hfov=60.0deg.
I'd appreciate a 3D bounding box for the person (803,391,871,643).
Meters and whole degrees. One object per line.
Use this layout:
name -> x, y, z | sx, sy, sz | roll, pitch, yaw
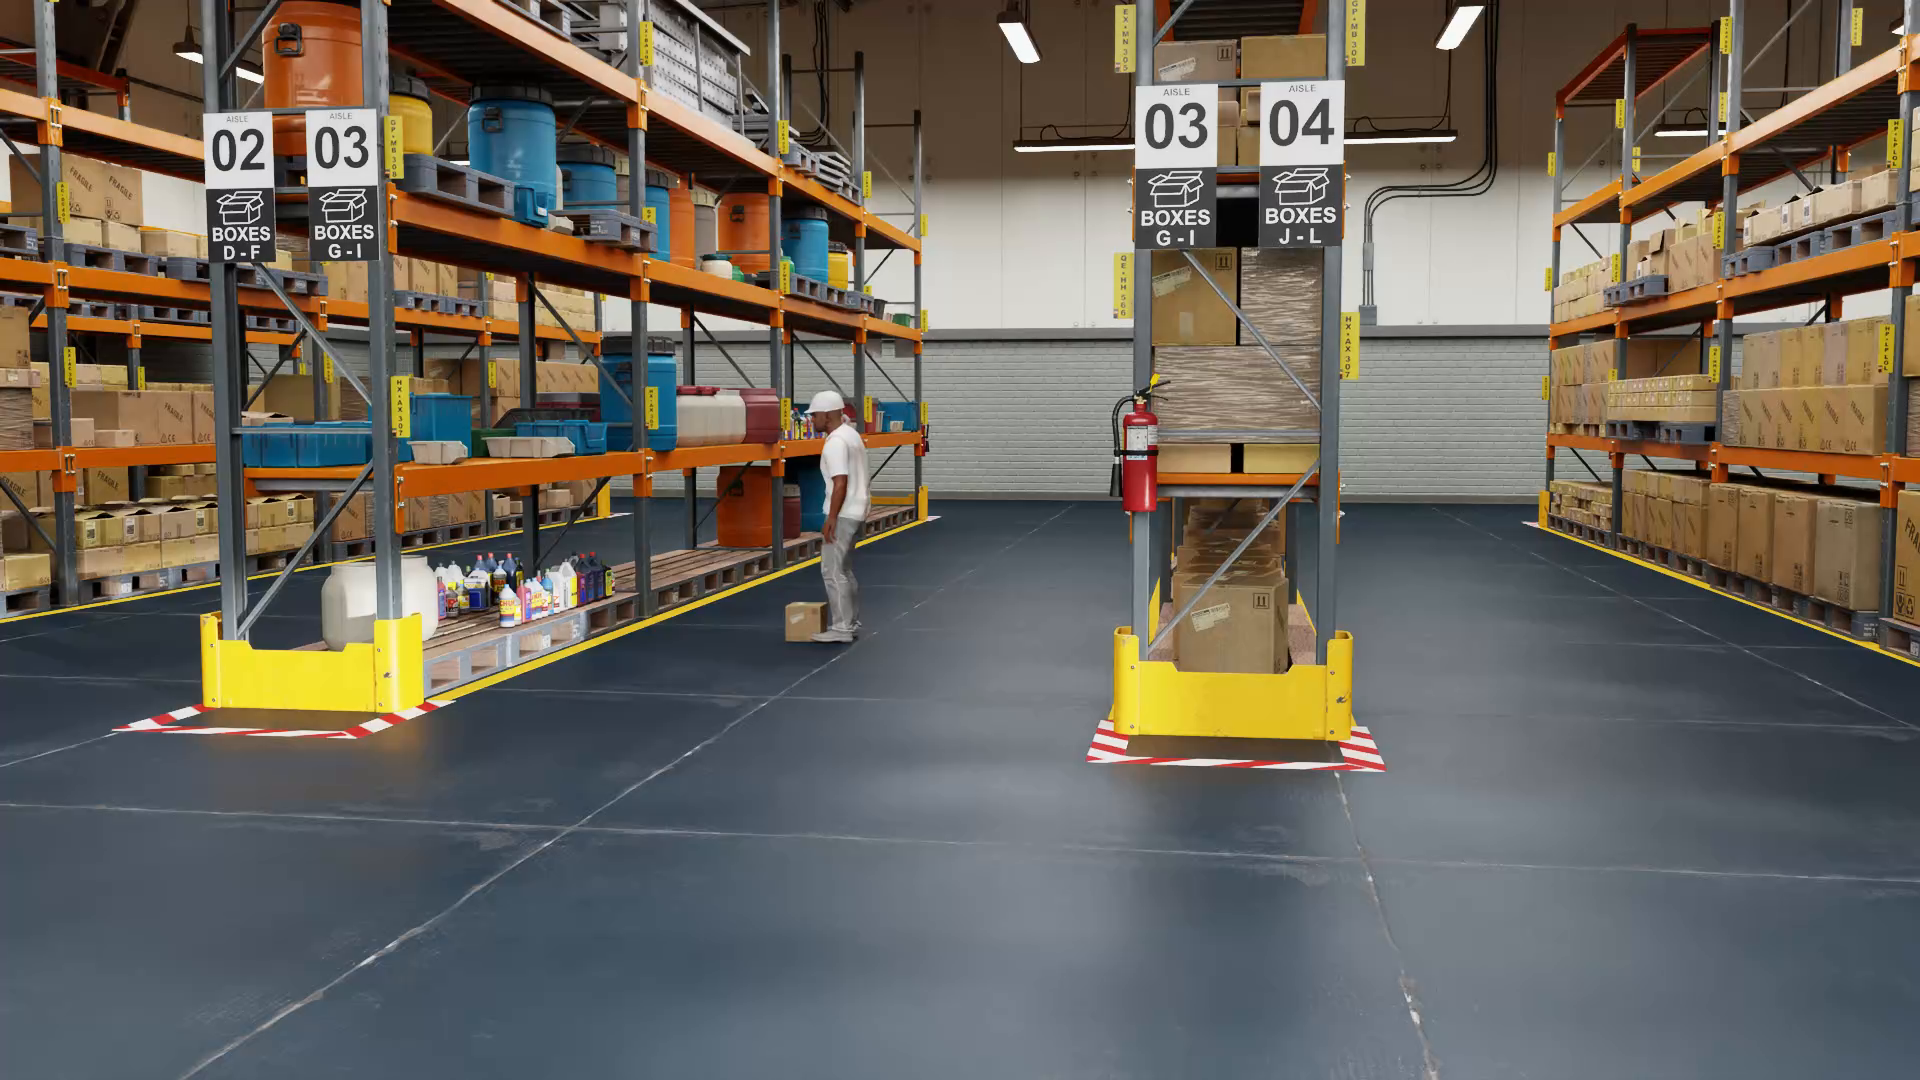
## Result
person -> -0.863, -0.168, 11.711 | 0.463, 1.759, 0.627 | 0, 4, 6
